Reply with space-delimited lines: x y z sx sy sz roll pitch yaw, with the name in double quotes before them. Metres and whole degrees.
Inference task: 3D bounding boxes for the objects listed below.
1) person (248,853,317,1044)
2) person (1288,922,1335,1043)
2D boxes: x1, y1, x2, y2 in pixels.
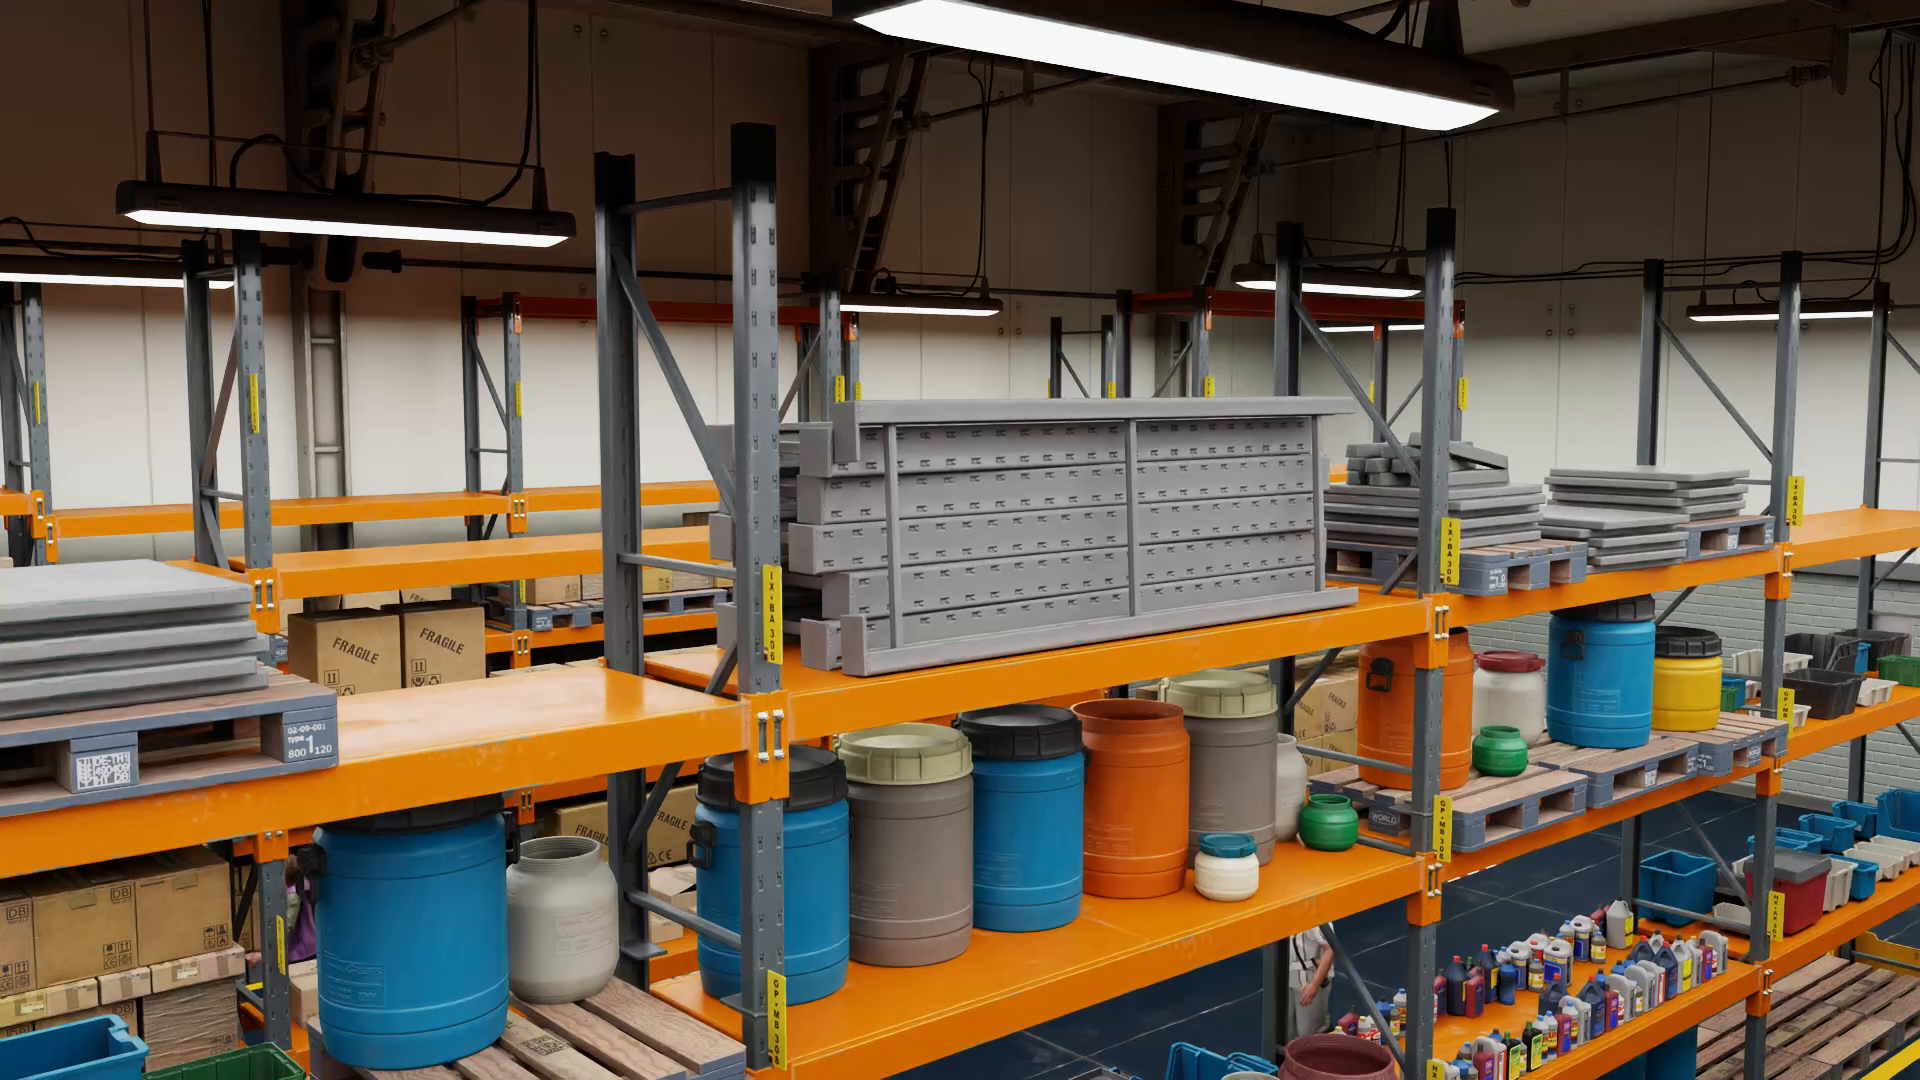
"person" -5.095 3.180 12.768 0.810 1.576 0.502 -2 6 -19
"person" 2.566 3.168 12.086 0.643 1.737 0.598 -3 6 -30
